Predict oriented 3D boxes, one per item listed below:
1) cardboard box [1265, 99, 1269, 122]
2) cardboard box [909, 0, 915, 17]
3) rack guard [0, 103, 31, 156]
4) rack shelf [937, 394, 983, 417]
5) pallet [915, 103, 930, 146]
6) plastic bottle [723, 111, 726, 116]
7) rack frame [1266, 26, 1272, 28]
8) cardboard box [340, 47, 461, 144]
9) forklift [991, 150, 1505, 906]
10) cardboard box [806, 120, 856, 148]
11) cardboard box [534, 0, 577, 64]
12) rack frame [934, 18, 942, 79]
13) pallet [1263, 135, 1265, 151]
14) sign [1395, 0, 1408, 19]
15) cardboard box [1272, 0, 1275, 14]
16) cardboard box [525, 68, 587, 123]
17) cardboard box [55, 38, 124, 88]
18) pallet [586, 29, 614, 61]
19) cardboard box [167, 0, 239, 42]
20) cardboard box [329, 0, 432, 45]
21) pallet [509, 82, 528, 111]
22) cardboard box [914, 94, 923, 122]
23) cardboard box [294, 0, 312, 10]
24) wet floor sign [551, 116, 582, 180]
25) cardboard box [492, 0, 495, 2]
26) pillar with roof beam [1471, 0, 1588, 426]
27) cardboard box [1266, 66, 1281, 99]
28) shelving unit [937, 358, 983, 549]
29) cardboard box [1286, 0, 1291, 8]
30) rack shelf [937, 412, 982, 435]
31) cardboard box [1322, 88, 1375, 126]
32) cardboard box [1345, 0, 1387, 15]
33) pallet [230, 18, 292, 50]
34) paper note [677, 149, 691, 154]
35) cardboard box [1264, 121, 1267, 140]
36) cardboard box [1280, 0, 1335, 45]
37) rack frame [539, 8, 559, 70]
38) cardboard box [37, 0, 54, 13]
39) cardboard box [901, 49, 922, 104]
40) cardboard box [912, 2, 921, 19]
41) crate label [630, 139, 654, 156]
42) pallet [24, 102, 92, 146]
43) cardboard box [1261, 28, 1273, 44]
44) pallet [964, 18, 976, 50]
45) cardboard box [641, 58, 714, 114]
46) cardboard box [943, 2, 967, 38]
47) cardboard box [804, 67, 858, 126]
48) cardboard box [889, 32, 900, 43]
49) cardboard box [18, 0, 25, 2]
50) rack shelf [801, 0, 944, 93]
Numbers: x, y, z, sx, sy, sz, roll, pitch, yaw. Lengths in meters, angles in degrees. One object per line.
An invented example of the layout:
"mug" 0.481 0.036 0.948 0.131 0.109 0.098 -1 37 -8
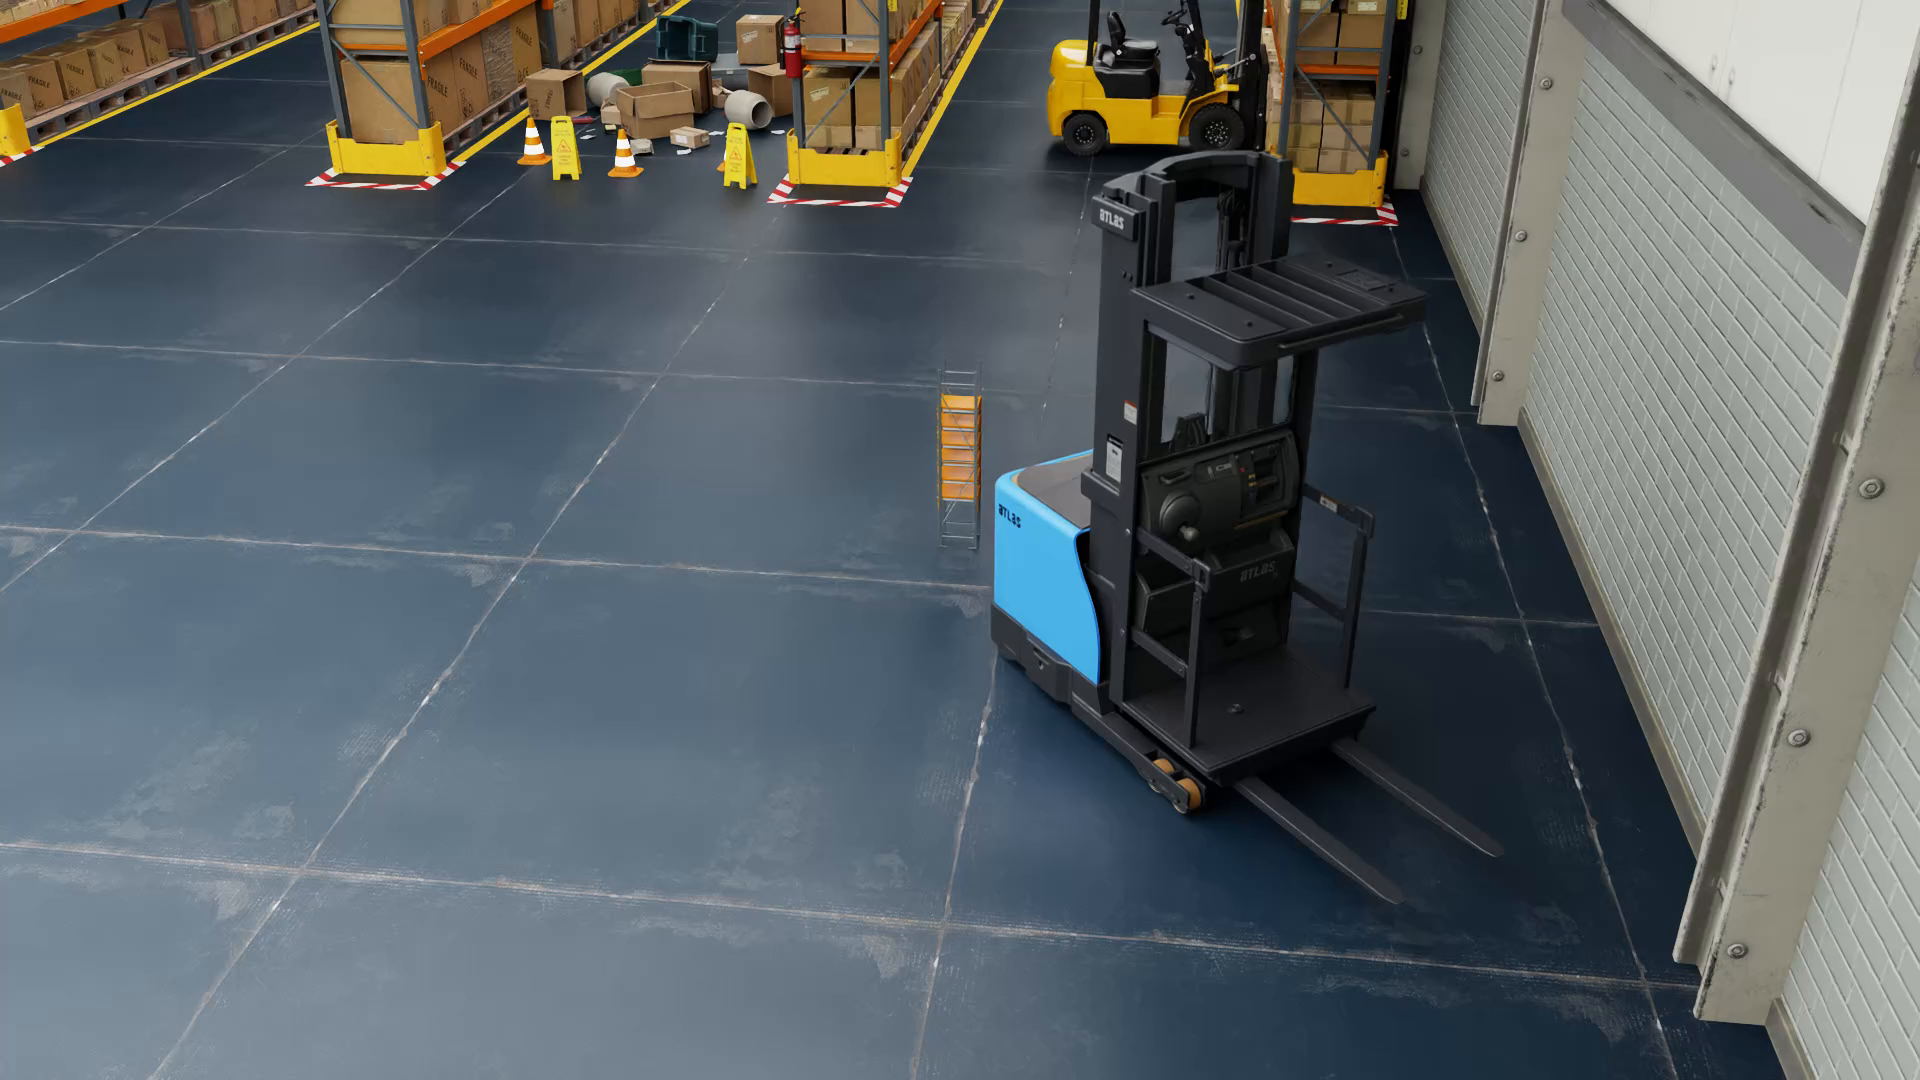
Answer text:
"cardboard box" 3.572 -4.720 18.070 0.500 0.250 0.500 3 28 5
"cardboard box" -0.764 -5.951 18.007 0.500 0.500 0.500 3 28 5
"rack guard" -11.045 -4.597 18.547 1.175 0.500 0.348 3 28 6
"rack shelf" -0.002 -0.799 10.095 0.258 0.103 0.180 3 28 6
"pallet" -0.923 -4.846 19.316 1.003 0.211 1.213 3 28 6
"plastic bottle" -2.748 -5.176 20.085 0.133 0.061 0.283 8 29 15
"rack frame" 4.198 -6.681 19.782 1.000 3.000 0.127 3 28 6
"cardboard box" -6.126 -4.898 18.268 0.875 0.875 0.875 4 29 6
"forklift" 1.373 -0.217 7.854 1.130 2.935 3.031 -16 32 -27
"cardboard box" -1.384 -4.467 18.128 0.500 0.250 0.500 3 28 6
"cardboard box" -5.667 -6.700 21.745 1.050 0.750 0.750 3 28 6
"rack frame" -0.729 -6.968 20.314 1.000 3.000 0.127 3 28 6
"pallet" 3.912 -4.506 18.684 1.003 0.211 1.213 3 28 6
"sign" 4.258 -5.180 15.997 0.100 0.325 0.005 3 28 6
"cardboard box" 3.837 -6.286 18.941 0.500 0.500 0.500 4 29 7
"cardboard box" -4.825 -5.319 19.885 0.500 0.500 0.500 8 29 15
"cardboard box" -10.713 -5.876 20.479 0.500 0.500 0.500 1 28 2
"pallet" -5.487 -6.924 23.172 1.003 0.211 1.213 3 28 6
"cardboard box" -10.390 -7.149 22.820 0.700 0.500 0.500 3 28 6
"cardboard box" -6.143 -5.569 17.558 0.875 0.550 0.550 3 28 6
"pallet" -5.825 -5.627 20.765 1.003 0.211 1.213 3 28 6
"cardboard box" -0.721 -4.921 18.970 0.500 0.250 0.500 5 29 10
"cardboard box" -10.136 -8.204 24.779 0.700 0.500 0.500 2 28 4
"wet floor sign" -4.182 -4.160 17.584 0.267 0.644 0.232 -1 28 -3
"cardboard box" -5.915 -6.592 19.458 0.875 0.550 0.550 3 28 6
"pillar with roof beam" -0.320 -5.141 10.597 9.100 9.000 0.400 3 28 6
"cardboard box" 3.564 -4.927 17.927 0.500 0.250 0.500 4 29 7
"shelving unit" -0.002 -0.521 10.245 0.258 1.200 0.189 3 28 6
"cardboard box" 3.474 -5.430 16.669 0.380 0.149 0.250 4 29 7
"rack shelf" -0.002 -0.694 10.152 0.258 0.103 0.180 3 28 6
"cardboard box" 3.955 -4.428 17.002 0.500 0.250 0.500 3 28 5
"cardboard box" 4.007 -5.273 16.377 0.380 0.149 0.250 3 28 5
"pallet" -10.323 -7.259 23.793 1.003 0.211 1.213 3 28 6
"paper note" -3.078 -4.339 18.564 0.148 0.019 0.142 -6 29 -11
"cardboard box" 3.593 -4.481 18.153 0.500 0.250 0.500 4 29 7
"cardboard box" 3.581 -5.333 17.174 0.500 0.500 0.500 4 29 8
"rack frame" -5.654 -7.208 20.759 1.000 3.000 0.127 3 28 6
"cardboard box" -10.640 -6.140 19.042 0.380 0.149 0.250 3 28 6
"cardboard box" -0.714 -5.247 18.784 0.500 0.500 0.500 4 29 7
"cardboard box" -0.643 -5.968 18.723 0.380 0.149 0.250 4 29 7
"crate label" -3.555 -4.381 18.529 0.250 0.136 0.298 -11 30 -20
"pallet" -10.910 -4.850 19.322 1.003 0.211 1.213 3 28 6
"cardboard box" 3.827 -5.887 19.708 0.500 0.250 0.500 3 28 5
"pallet" -0.336 -7.256 23.787 1.003 0.211 1.213 3 28 6
"cardboard box" -3.410 -5.461 20.004 0.797 0.637 0.503 3 28 6
"cardboard box" -0.400 -7.266 23.194 0.950 0.372 0.625 3 28 5
"cardboard box" -1.379 -4.782 17.922 0.500 0.500 0.500 4 29 7
"cardboard box" -0.842 -5.362 17.598 0.380 0.149 0.250 2 28 5
"cardboard box" -11.017 -6.336 18.721 0.875 0.500 0.500 3 28 6
"rack shelf" -0.974 -5.710 18.737 1.077 0.370 4.000 3 28 6
